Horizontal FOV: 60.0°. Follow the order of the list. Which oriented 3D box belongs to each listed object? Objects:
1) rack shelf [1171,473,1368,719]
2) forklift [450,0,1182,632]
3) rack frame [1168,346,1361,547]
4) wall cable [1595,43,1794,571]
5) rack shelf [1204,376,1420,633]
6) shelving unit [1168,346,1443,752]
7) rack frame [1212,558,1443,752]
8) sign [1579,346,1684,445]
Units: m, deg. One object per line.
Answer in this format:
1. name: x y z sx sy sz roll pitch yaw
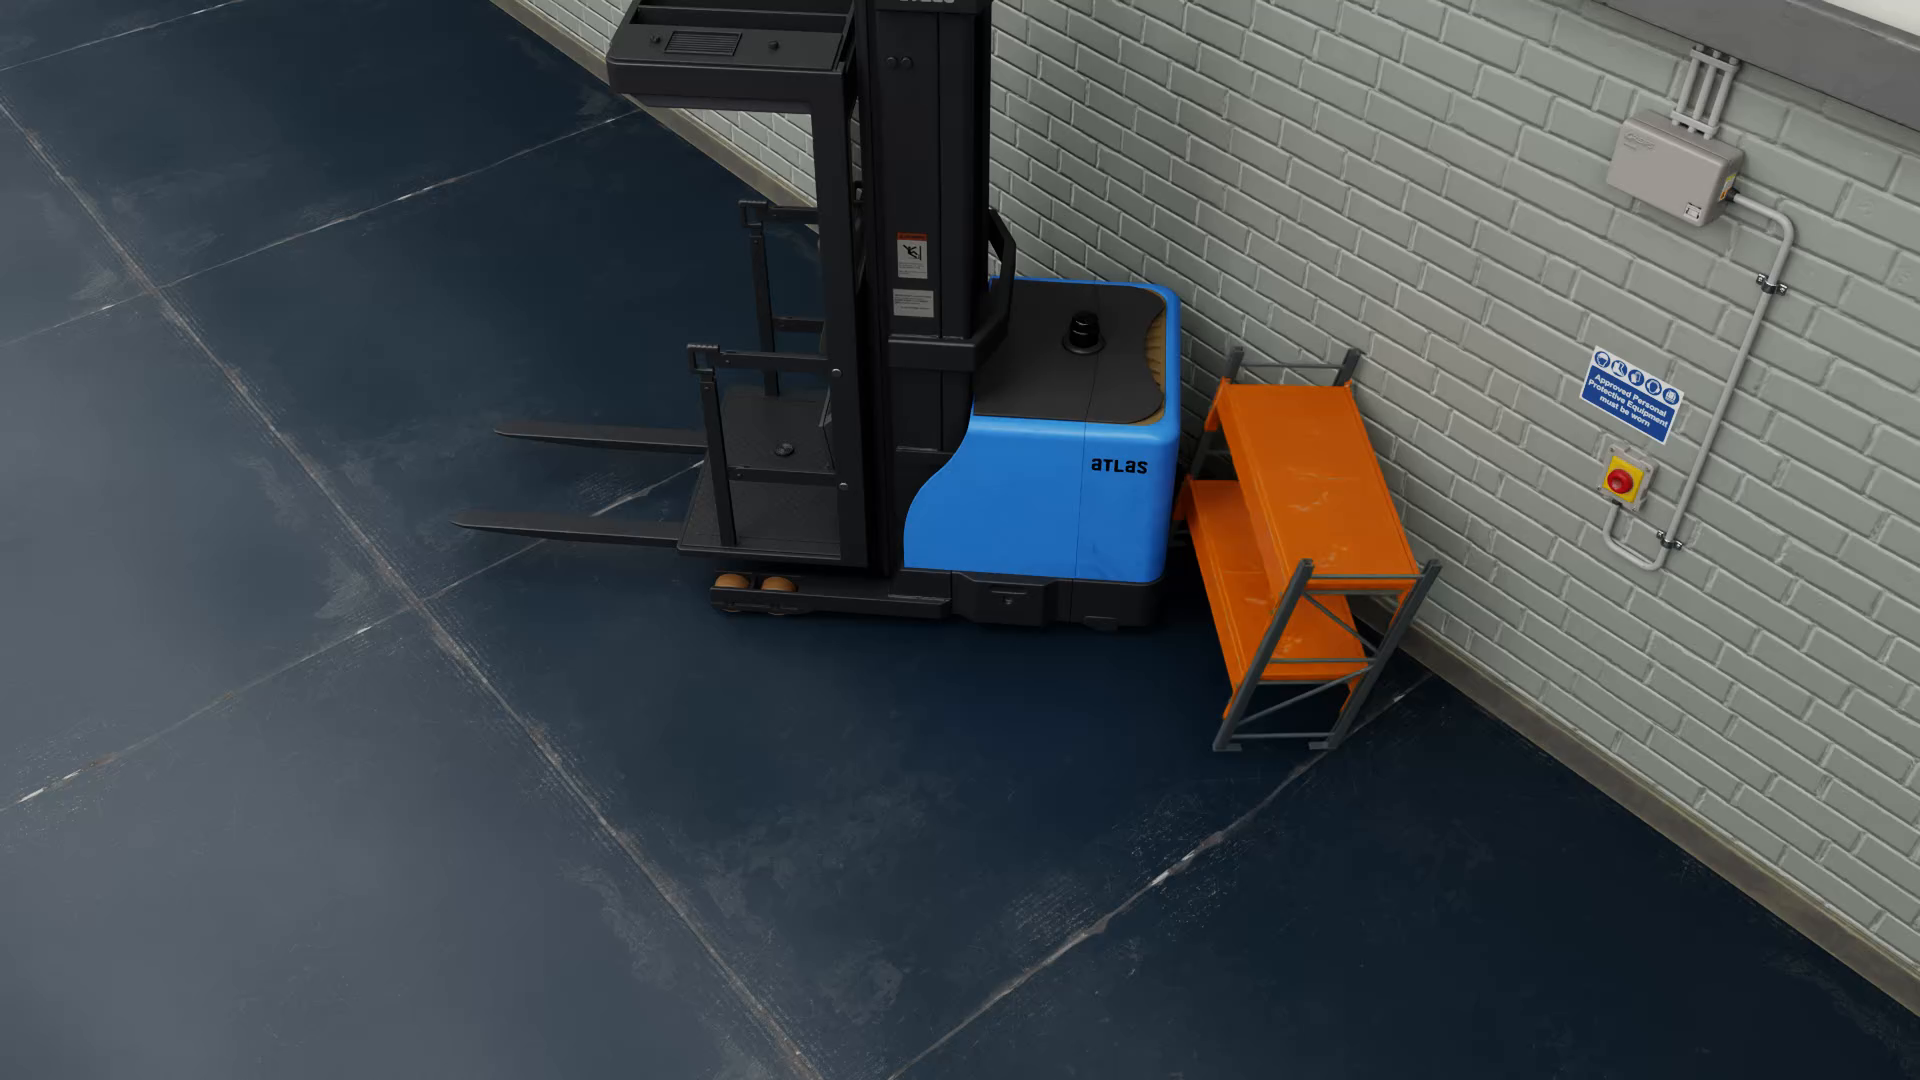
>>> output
1. rack shelf: 1.197 0.202 6.478 0.538 0.278 1.000 0 50 -11
2. forklift: -0.628 -1.110 6.344 3.031 2.935 1.130 4 43 4
3. rack frame: 1.173 -0.345 6.614 0.500 1.125 0.032 0 50 -11
4. wall cable: 2.167 -0.703 5.096 0.123 1.953 0.585 -30 51 -28
5. rack shelf: 1.277 -0.143 6.073 0.538 0.278 1.000 0 50 -11
6. shelving unit: 1.233 0.045 6.294 0.538 1.125 1.048 0 50 -11
7. rack frame: 1.294 0.435 5.973 0.500 1.125 0.032 0 50 -11
8. sign: 2.183 -0.472 5.418 0.001 0.218 0.327 -30 51 -28
